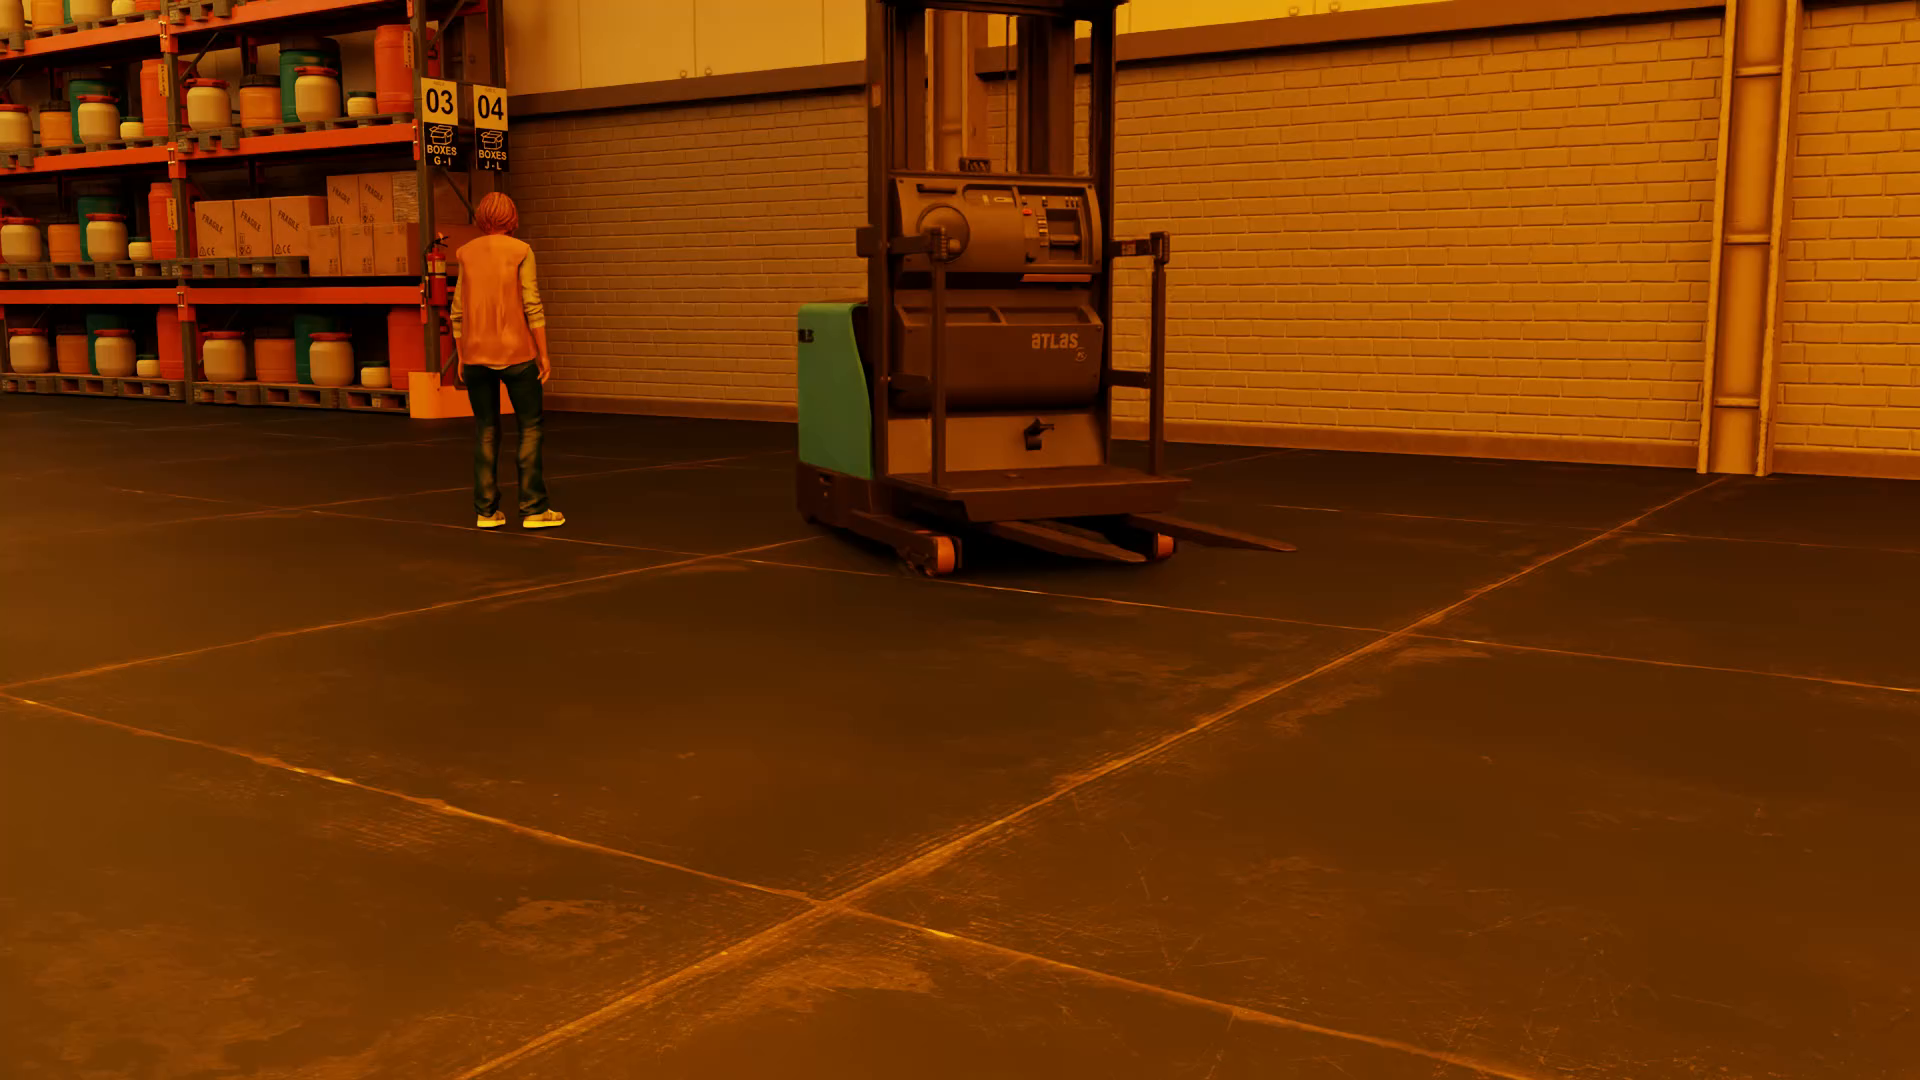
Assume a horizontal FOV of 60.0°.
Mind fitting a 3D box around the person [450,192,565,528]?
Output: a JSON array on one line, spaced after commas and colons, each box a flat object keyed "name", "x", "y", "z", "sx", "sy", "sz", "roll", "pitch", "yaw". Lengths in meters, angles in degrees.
[{"name": "person", "x": -2.174, "y": -0.846, "z": 7.906, "sx": 0.468, "sy": 1.590, "sz": 0.349, "roll": 1, "pitch": 8, "yaw": 8}]

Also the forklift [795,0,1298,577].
[{"name": "forklift", "x": 0.258, "y": -1.373, "z": 6.847, "sx": 1.130, "sy": 2.935, "sz": 3.031, "roll": -4, "pitch": 9, "yaw": -24}]
